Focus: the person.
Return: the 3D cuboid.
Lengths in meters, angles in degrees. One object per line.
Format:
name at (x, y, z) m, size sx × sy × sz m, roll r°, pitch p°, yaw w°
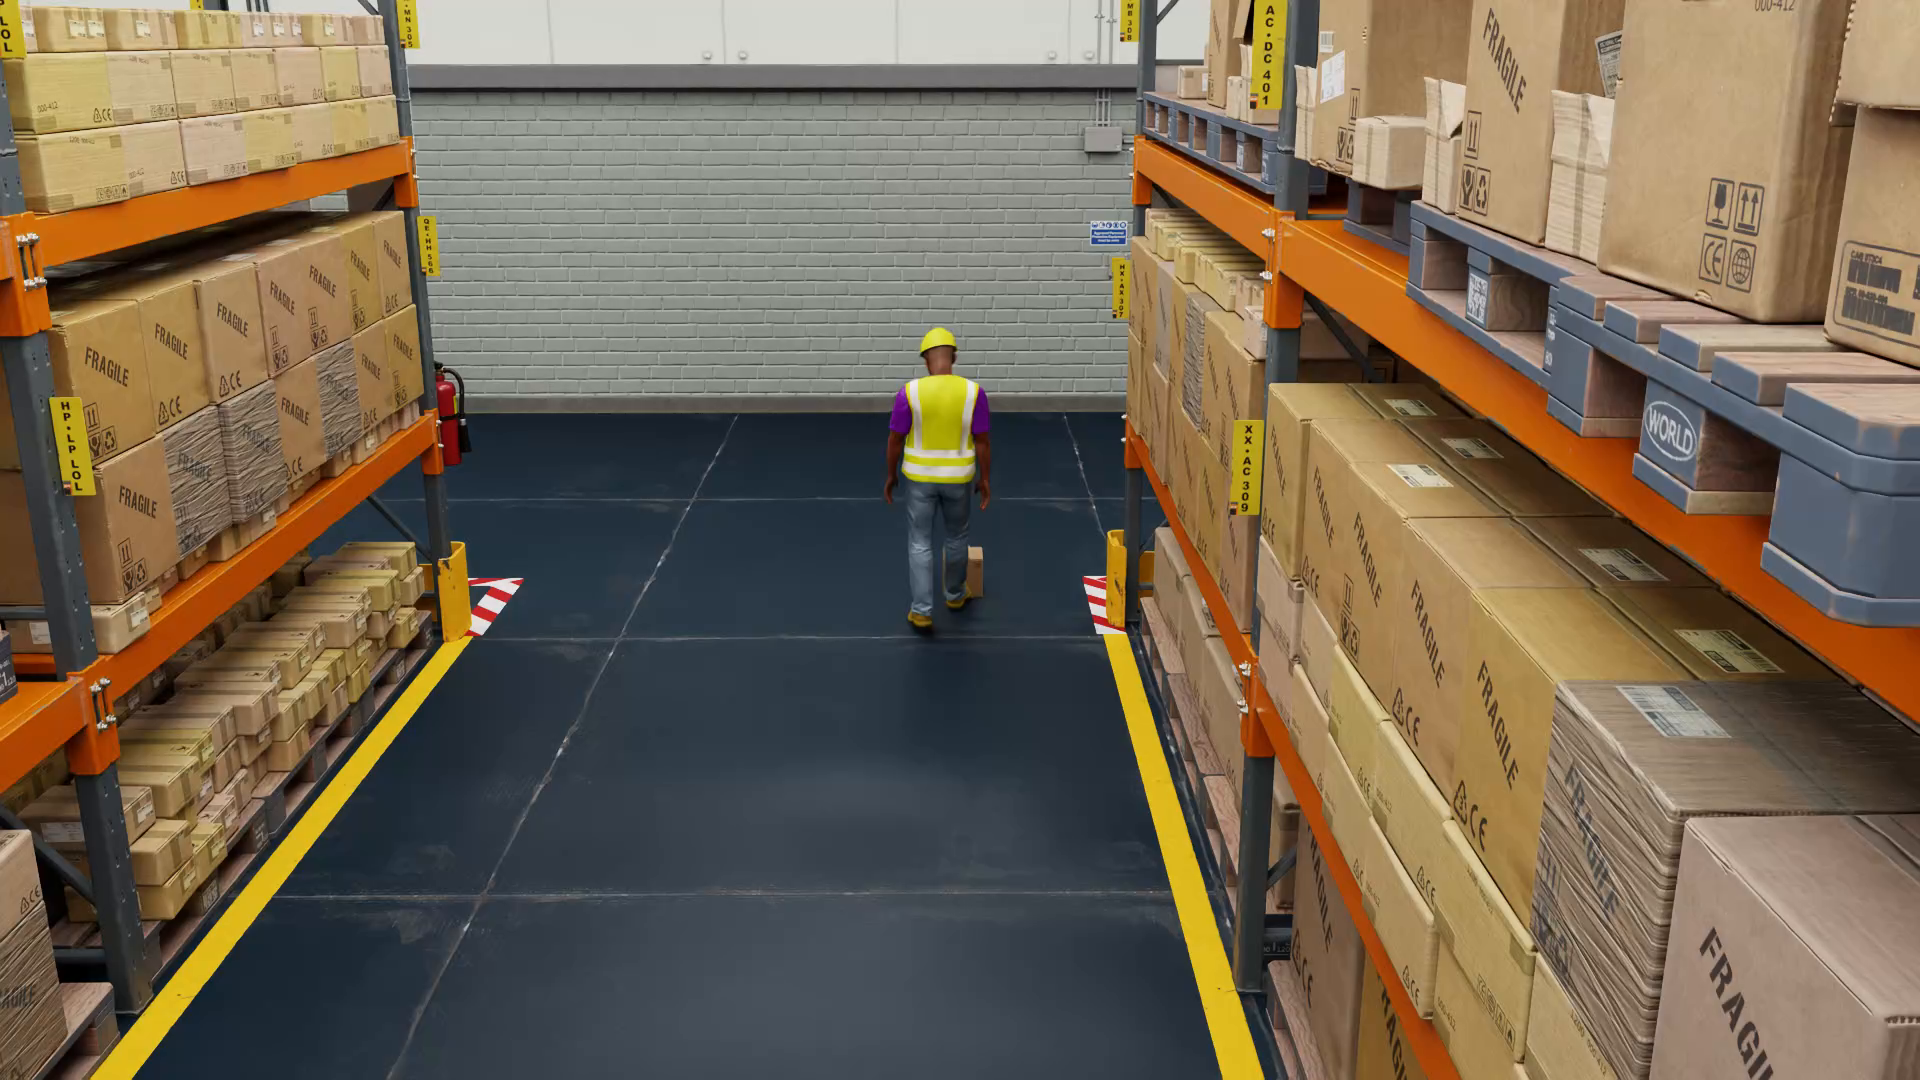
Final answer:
person at (-0.139, -0.385, 9.752) m, size 0.618 × 1.746 × 0.777 m, roll -1°, pitch 17°, yaw -4°
